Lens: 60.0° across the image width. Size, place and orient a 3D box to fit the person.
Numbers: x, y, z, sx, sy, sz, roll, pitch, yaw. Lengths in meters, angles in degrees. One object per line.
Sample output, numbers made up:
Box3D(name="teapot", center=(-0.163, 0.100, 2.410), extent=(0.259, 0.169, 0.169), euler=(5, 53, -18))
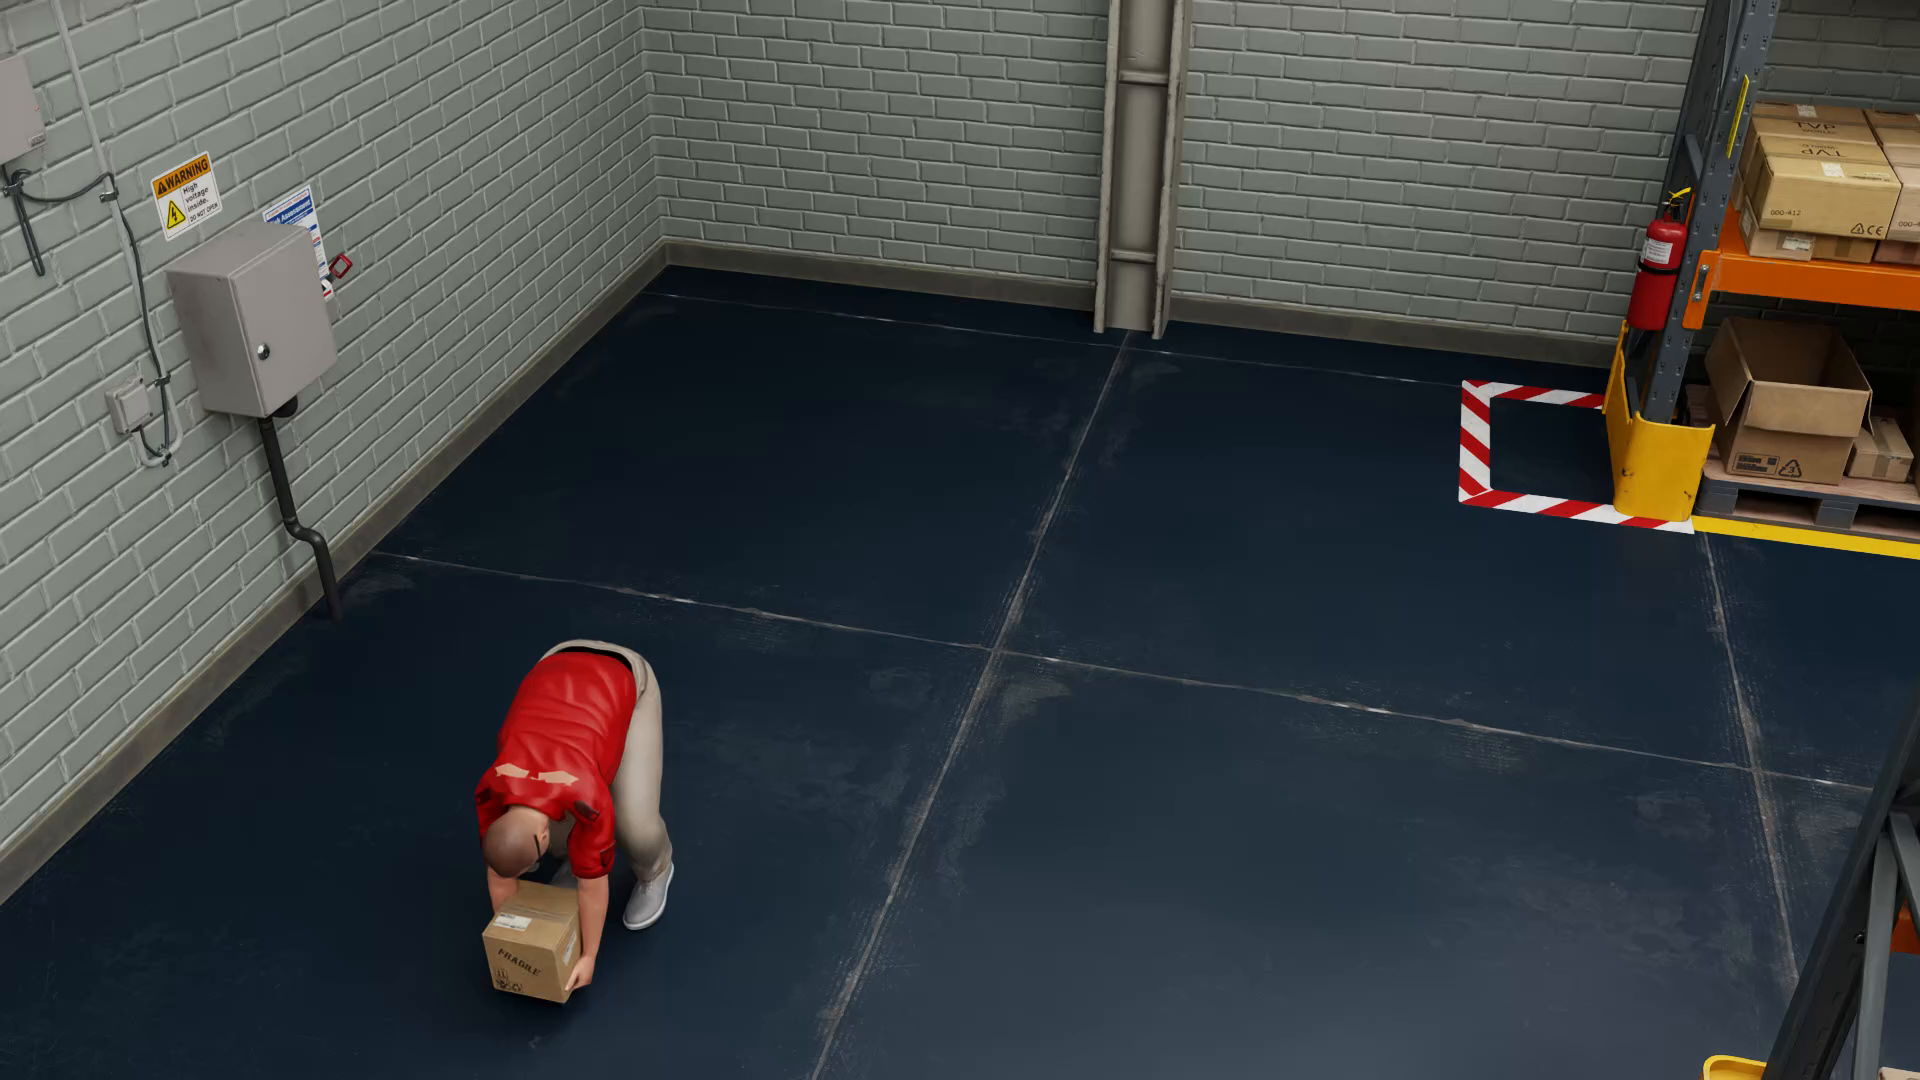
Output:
Box3D(name="person", center=(-1.259, 0.919, 5.418), extent=(0.529, 0.976, 0.958), euler=(7, 33, 10))
